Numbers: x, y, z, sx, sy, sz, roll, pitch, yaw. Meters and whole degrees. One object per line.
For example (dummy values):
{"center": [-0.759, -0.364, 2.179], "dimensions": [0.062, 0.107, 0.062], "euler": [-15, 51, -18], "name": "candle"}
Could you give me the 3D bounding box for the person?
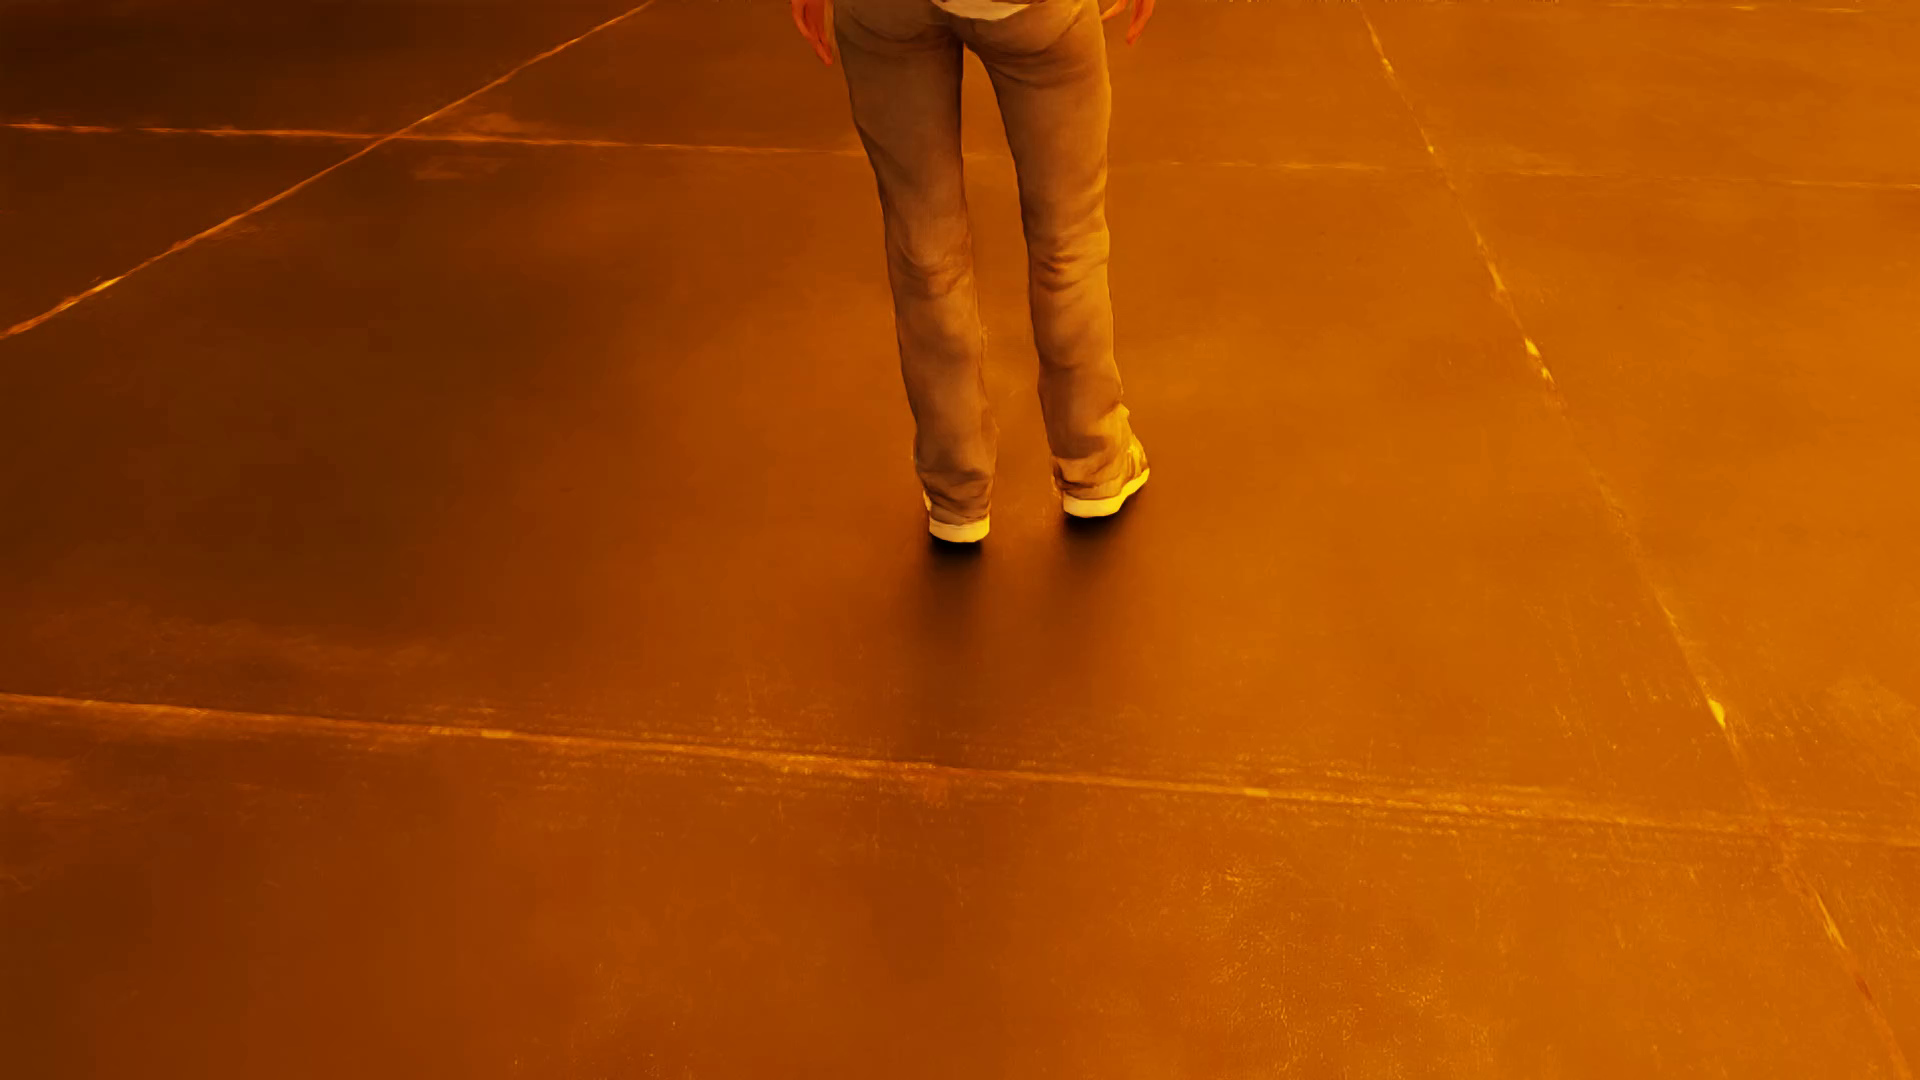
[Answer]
{"center": [0.023, -0.753, 2.204], "dimensions": [0.521, 1.597, 0.474], "euler": [3, 27, 7], "name": "person"}
